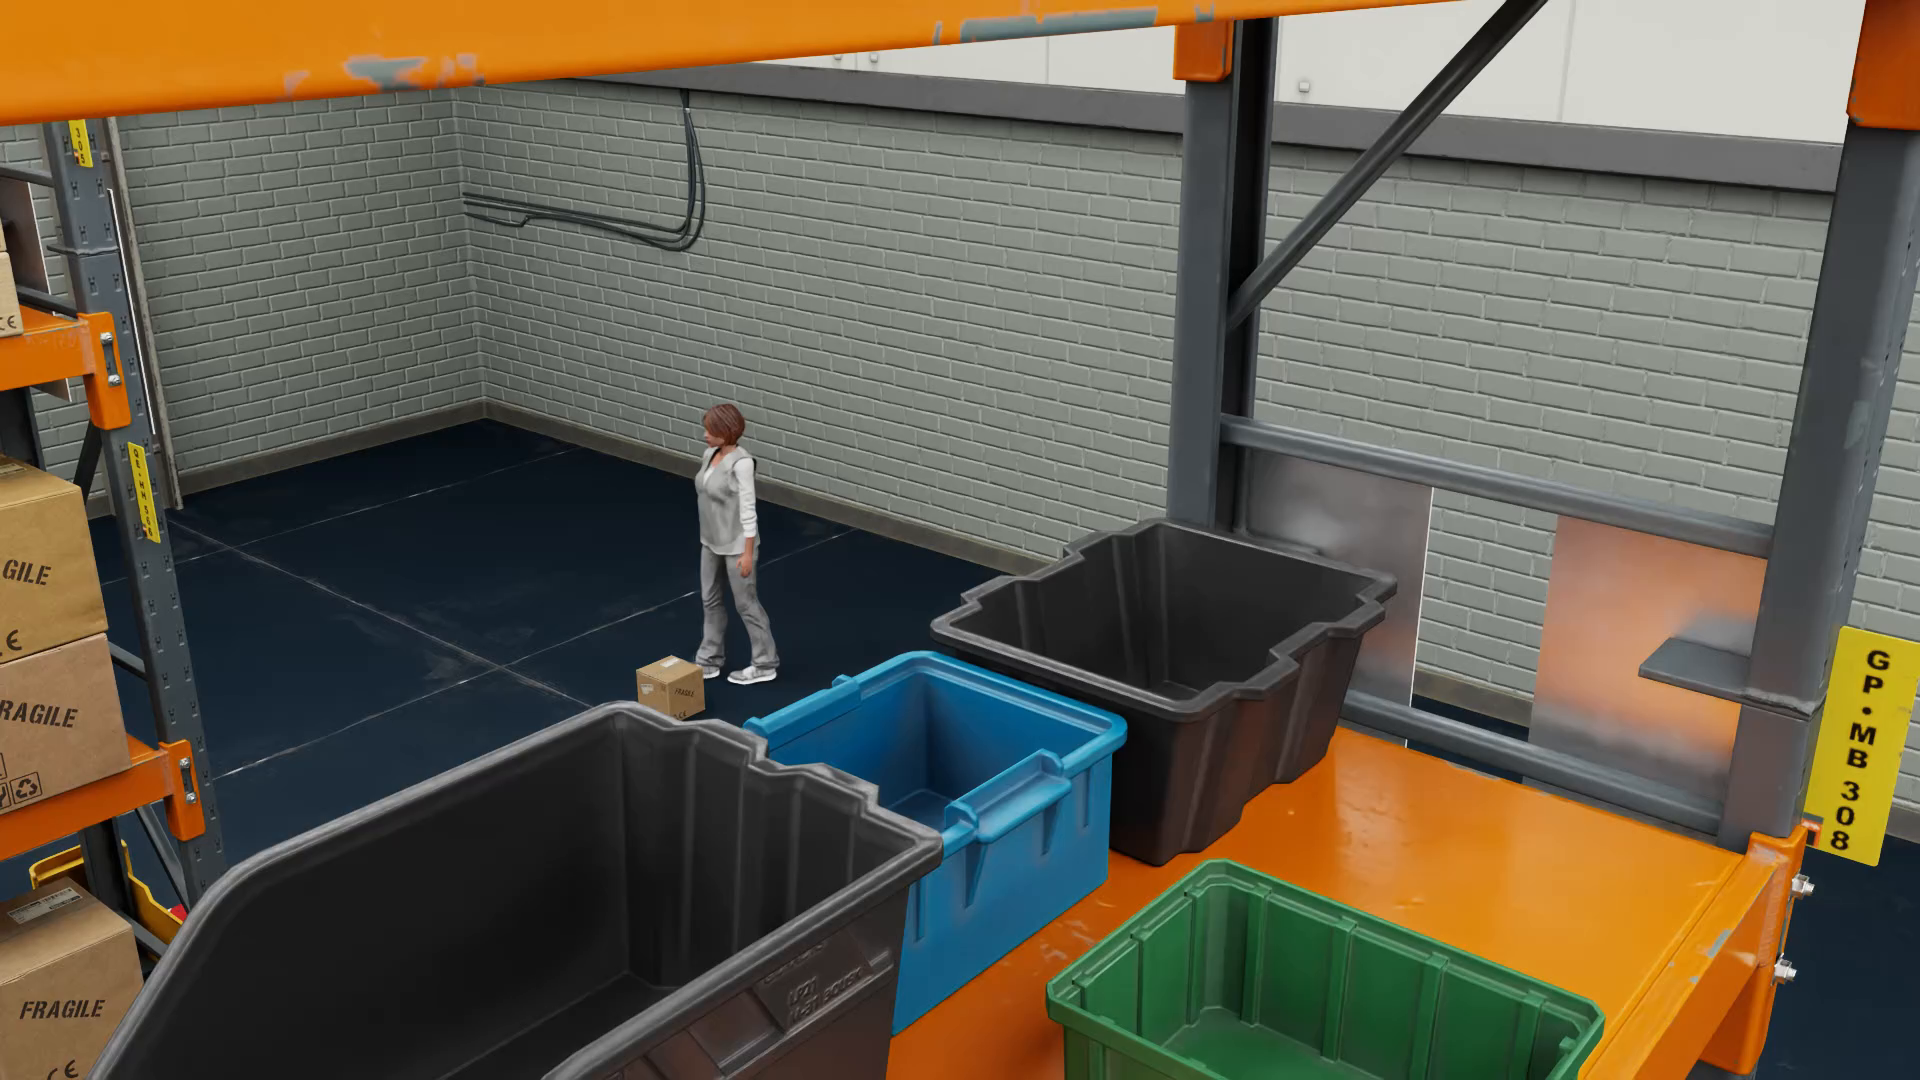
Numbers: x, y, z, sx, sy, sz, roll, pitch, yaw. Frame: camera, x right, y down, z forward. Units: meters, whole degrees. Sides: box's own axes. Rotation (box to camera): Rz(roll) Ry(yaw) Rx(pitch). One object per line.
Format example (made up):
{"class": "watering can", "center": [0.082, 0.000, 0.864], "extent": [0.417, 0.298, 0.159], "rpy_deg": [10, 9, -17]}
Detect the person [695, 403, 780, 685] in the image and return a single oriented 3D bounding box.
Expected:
{"class": "person", "center": [-1.285, 0.043, 8.960], "extent": [0.526, 1.596, 0.426], "rpy_deg": [-15, 25, -34]}
